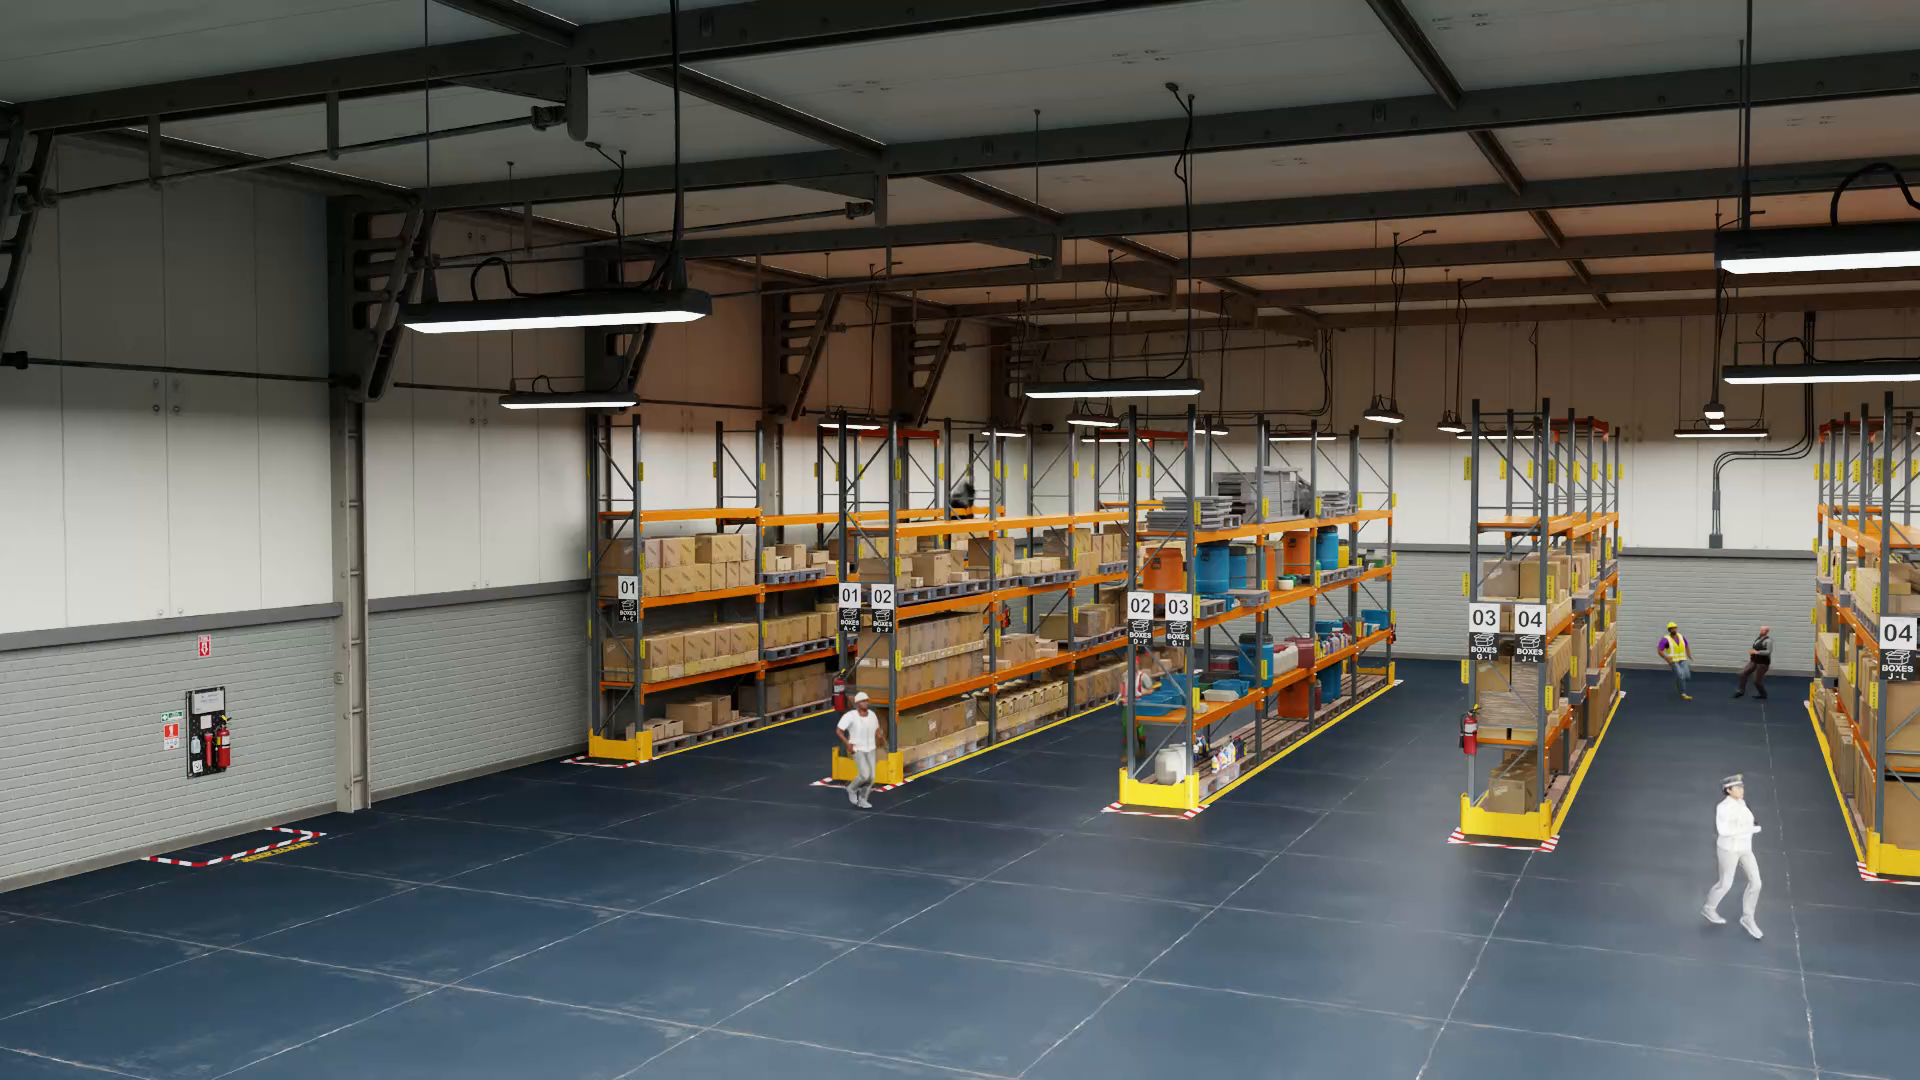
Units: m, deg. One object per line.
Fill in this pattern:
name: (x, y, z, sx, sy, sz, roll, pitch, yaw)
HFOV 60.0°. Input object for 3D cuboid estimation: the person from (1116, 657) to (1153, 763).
person: (3.010, 2.898, 28.723, 0.677, 1.800, 0.901, 1, 3, 21)

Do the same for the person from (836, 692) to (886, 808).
person: (-1.435, 3.124, 24.703, 0.720, 1.727, 0.580, -2, 3, -38)

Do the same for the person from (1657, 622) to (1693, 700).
person: (15.716, 2.656, 36.520, 0.738, 1.690, 0.549, 0, 2, -5)

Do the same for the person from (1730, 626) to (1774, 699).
person: (17.404, 2.694, 36.375, 0.744, 1.662, 0.751, 0, 2, -8)

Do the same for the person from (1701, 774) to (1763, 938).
person: (8.423, 3.411, 18.066, 0.595, 1.746, 0.685, -1, 3, -27)
